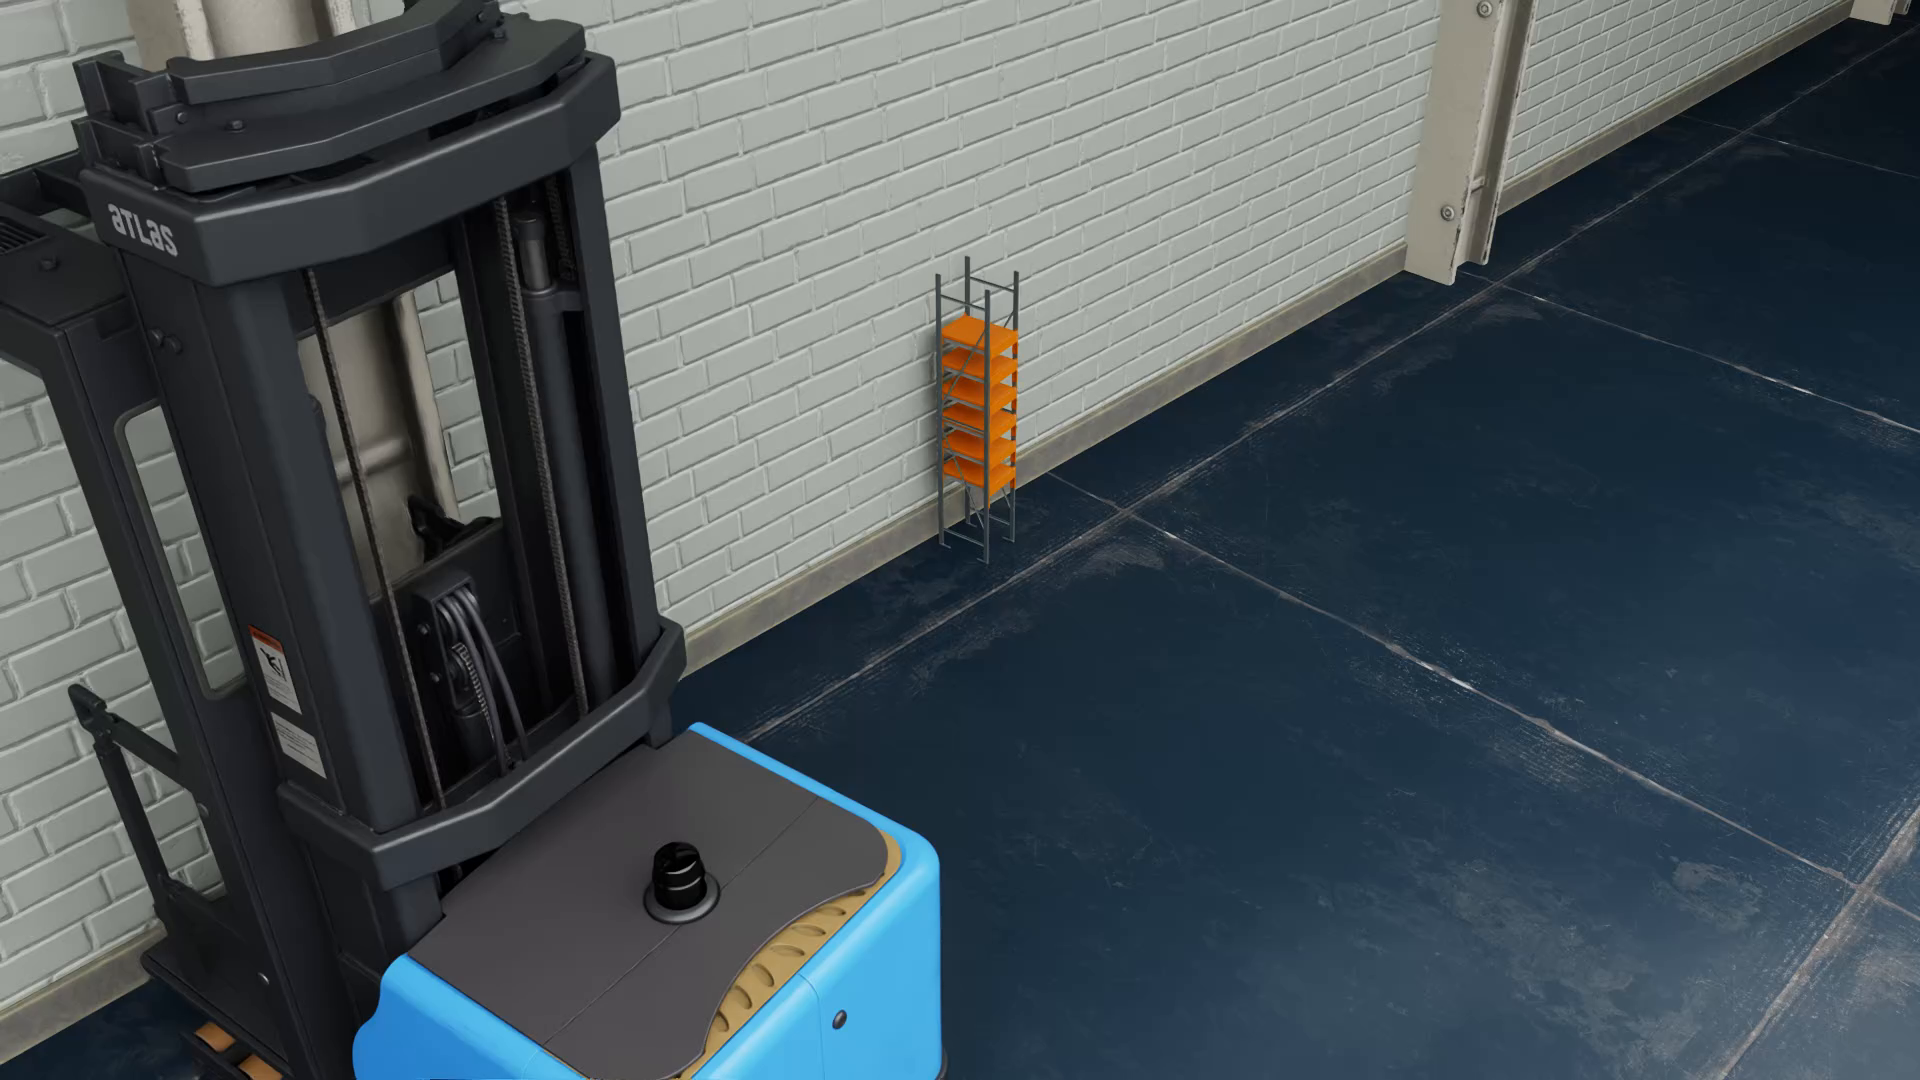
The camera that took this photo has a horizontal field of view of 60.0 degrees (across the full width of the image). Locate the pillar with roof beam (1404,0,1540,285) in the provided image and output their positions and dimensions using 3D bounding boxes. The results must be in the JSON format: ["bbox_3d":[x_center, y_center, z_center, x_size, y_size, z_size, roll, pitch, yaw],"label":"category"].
[{"bbox_3d":[5.627,-3.421,3.788,9.100,9.000,0.400,30,45,35],"label":"pillar with roof beam"}]

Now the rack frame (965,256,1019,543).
[{"bbox_3d":[0.119,-0.522,6.448,0.240,1.200,0.006,22,41,29],"label":"rack frame"}]

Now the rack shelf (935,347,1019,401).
[{"bbox_3d":[0.065,-0.639,6.275,0.258,0.103,0.180,22,41,29],"label":"rack shelf"}]

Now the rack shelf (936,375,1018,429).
[{"bbox_3d":[0.065,-0.541,6.344,0.258,0.103,0.180,22,41,29],"label":"rack shelf"}]

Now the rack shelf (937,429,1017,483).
[{"bbox_3d":[0.066,-0.344,6.481,0.258,0.103,0.180,22,41,29],"label":"rack shelf"}]

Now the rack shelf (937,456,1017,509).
[{"bbox_3d":[0.066,-0.246,6.550,0.258,0.103,0.180,22,41,29],"label":"rack shelf"}]

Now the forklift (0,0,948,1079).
[{"bbox_3d":[-1.529,0.125,4.008,3.031,2.935,1.130,22,40,28],"label":"forklift"}]

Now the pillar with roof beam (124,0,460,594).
[{"bbox_3d":[1.400,-0.985,0.296,9.100,9.000,0.400,30,45,35],"label":"pillar with roof beam"}]

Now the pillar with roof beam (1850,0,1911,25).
[{"bbox_3d":[9.855,-5.857,7.281,9.100,9.000,0.400,30,45,35],"label":"pillar with roof beam"}]

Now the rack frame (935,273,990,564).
[{"bbox_3d":[0.012,-0.436,6.326,0.240,1.200,0.006,22,41,29],"label":"rack frame"}]

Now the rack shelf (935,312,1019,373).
[{"bbox_3d":[0.064,-0.738,6.206,0.258,0.103,0.180,22,41,29],"label":"rack shelf"}]

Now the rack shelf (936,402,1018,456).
[{"bbox_3d":[0.065,-0.442,6.412,0.258,0.103,0.180,22,41,29],"label":"rack shelf"}]

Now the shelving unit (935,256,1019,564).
[{"bbox_3d":[0.065,-0.479,6.387,0.258,1.200,0.189,22,41,29],"label":"shelving unit"}]
